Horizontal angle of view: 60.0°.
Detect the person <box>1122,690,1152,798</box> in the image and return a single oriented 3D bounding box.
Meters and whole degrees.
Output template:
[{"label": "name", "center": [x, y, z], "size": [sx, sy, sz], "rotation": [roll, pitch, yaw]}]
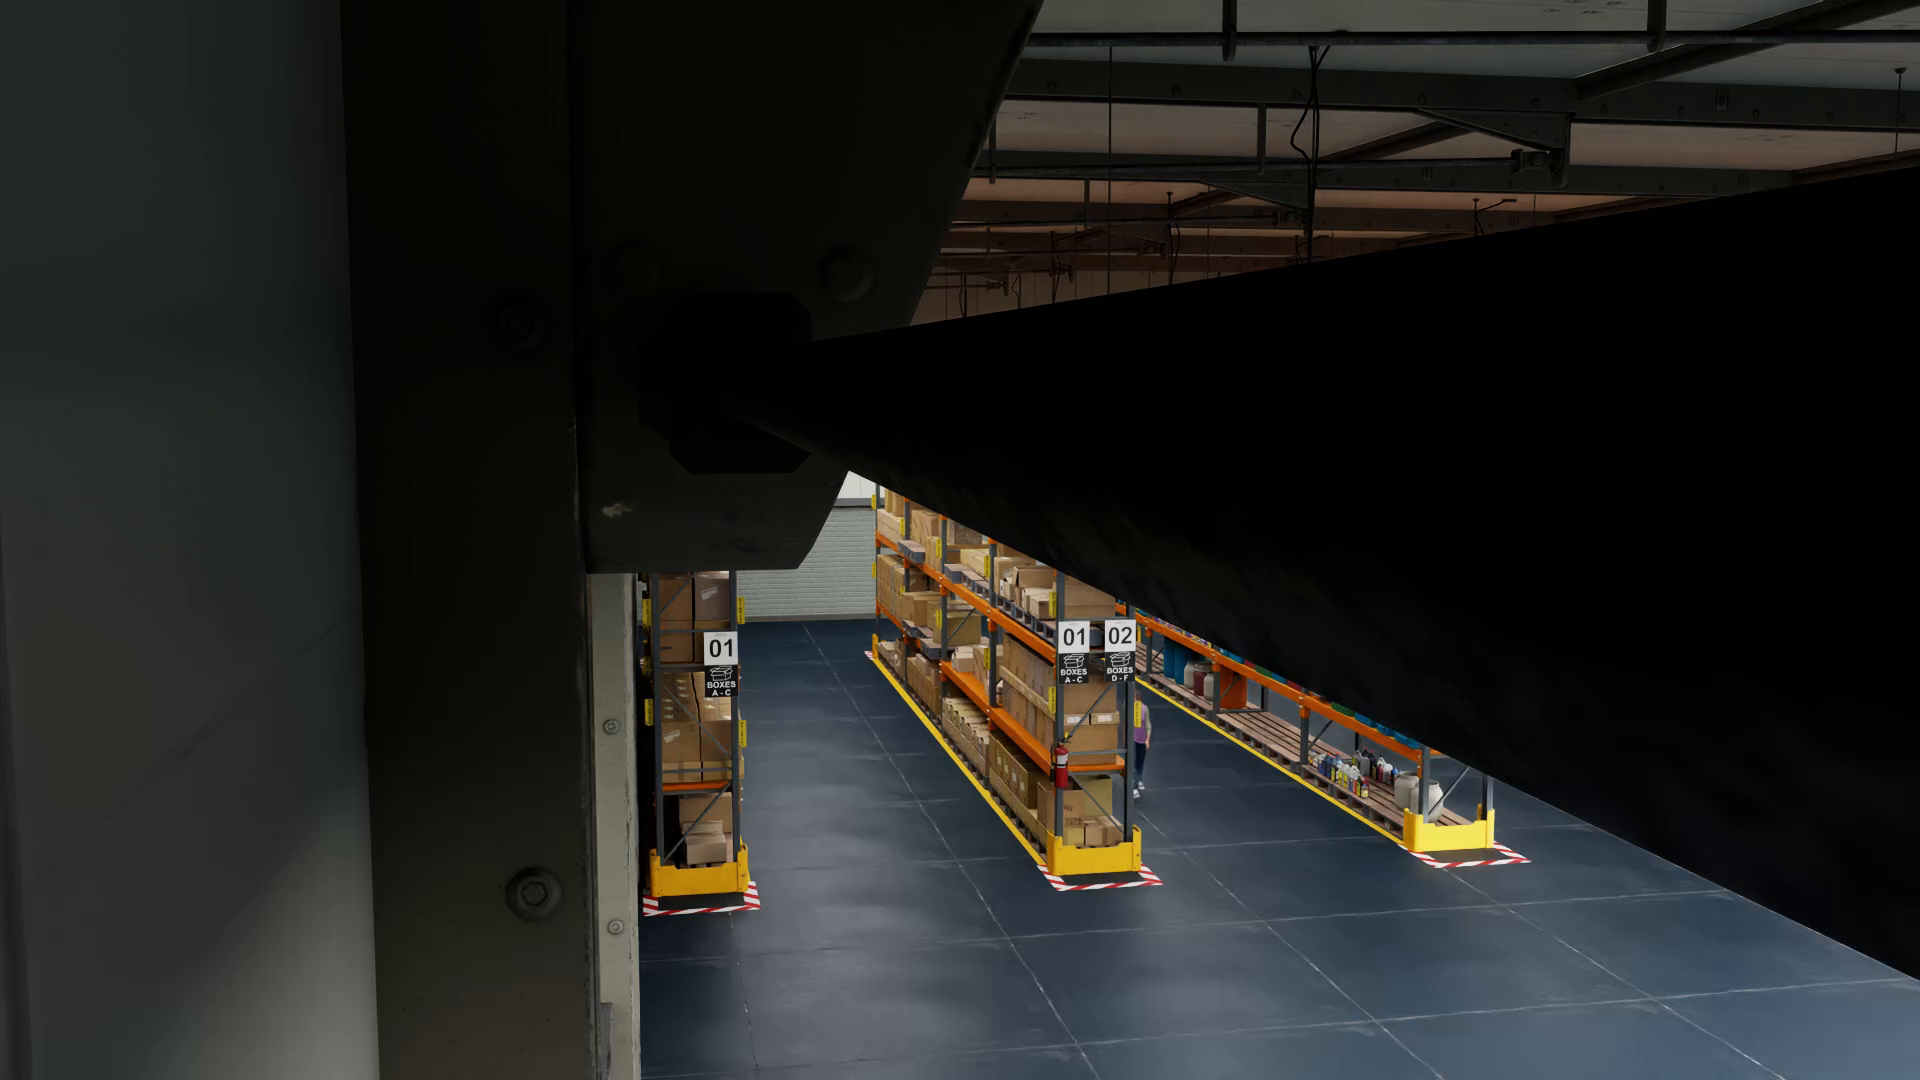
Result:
[{"label": "person", "center": [2.626, 3.004, 24.682], "size": [0.438, 1.560, 0.905], "rotation": [0, 6, 3]}]
